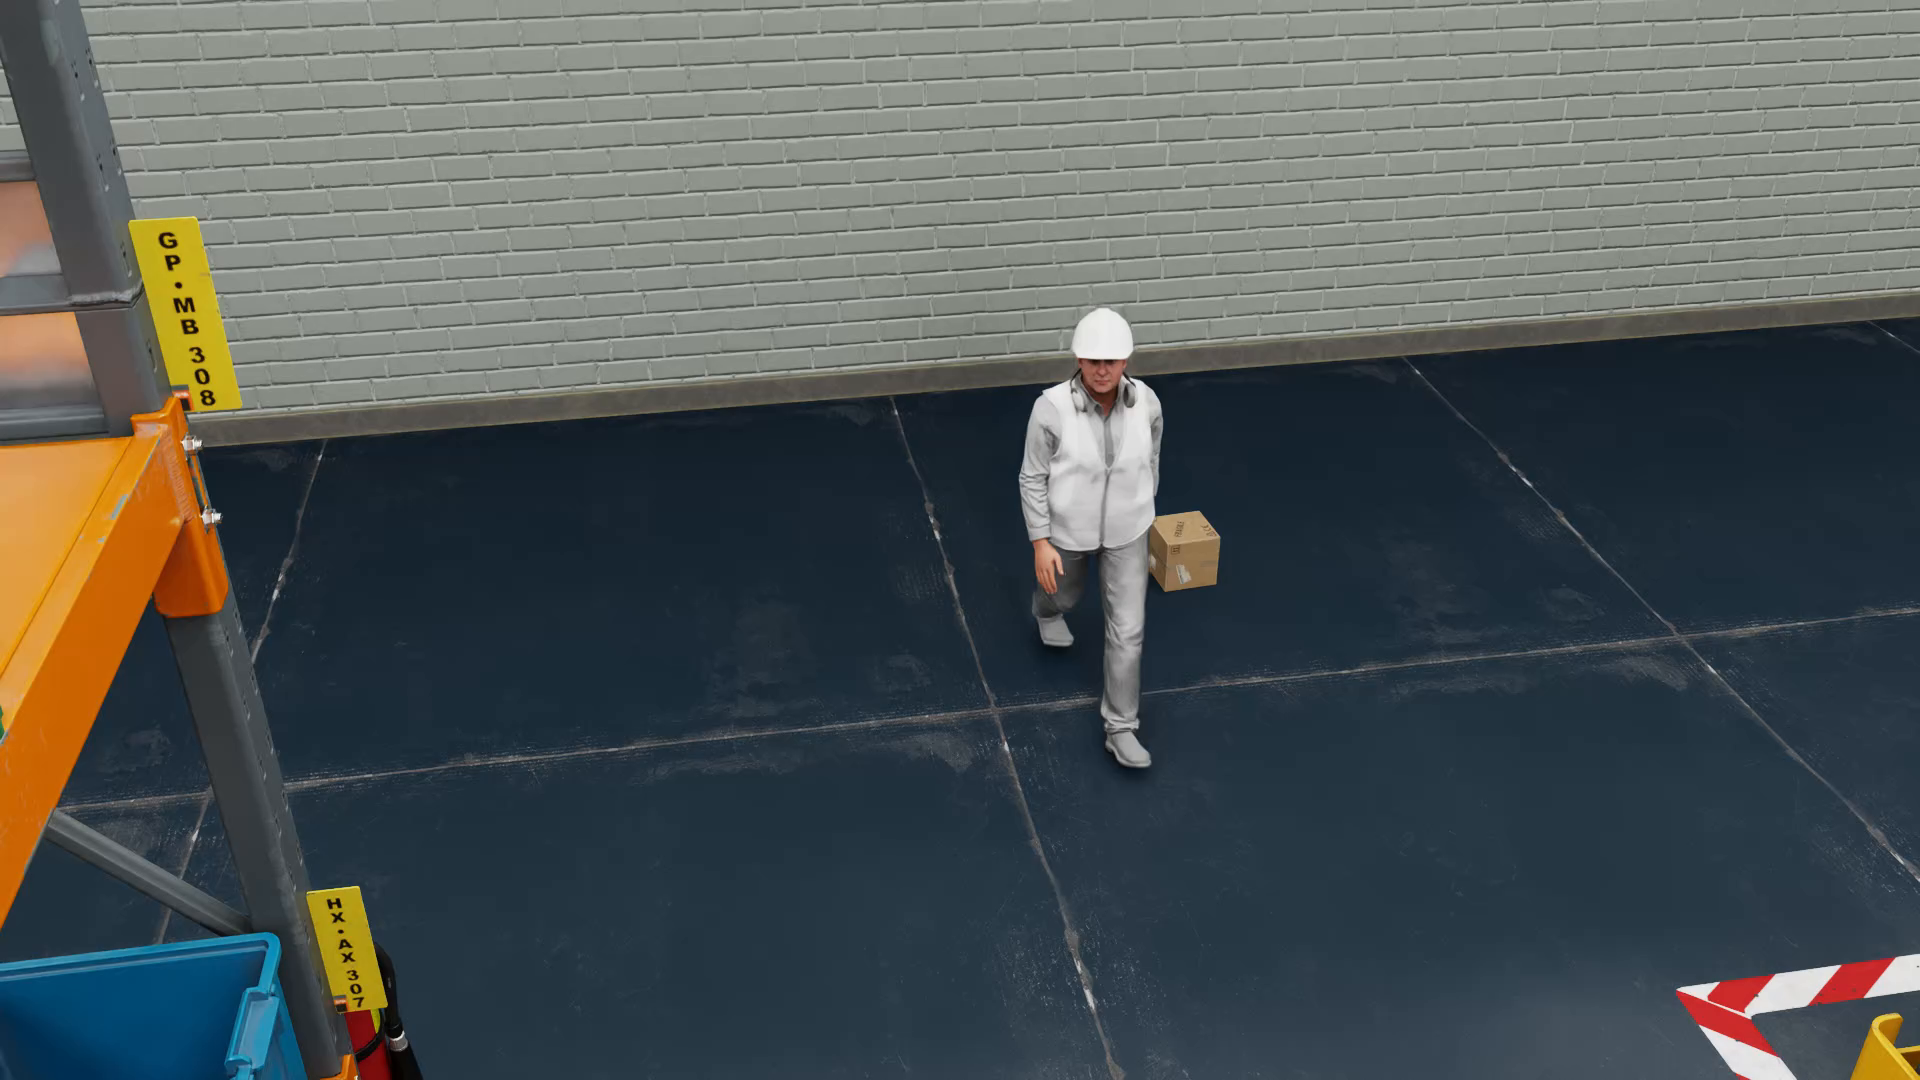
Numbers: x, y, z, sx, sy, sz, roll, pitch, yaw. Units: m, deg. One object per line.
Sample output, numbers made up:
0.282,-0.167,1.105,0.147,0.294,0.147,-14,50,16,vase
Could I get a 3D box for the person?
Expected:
0.491,-0.080,6.278,0.571,1.717,1.109,-2,31,-4,person
